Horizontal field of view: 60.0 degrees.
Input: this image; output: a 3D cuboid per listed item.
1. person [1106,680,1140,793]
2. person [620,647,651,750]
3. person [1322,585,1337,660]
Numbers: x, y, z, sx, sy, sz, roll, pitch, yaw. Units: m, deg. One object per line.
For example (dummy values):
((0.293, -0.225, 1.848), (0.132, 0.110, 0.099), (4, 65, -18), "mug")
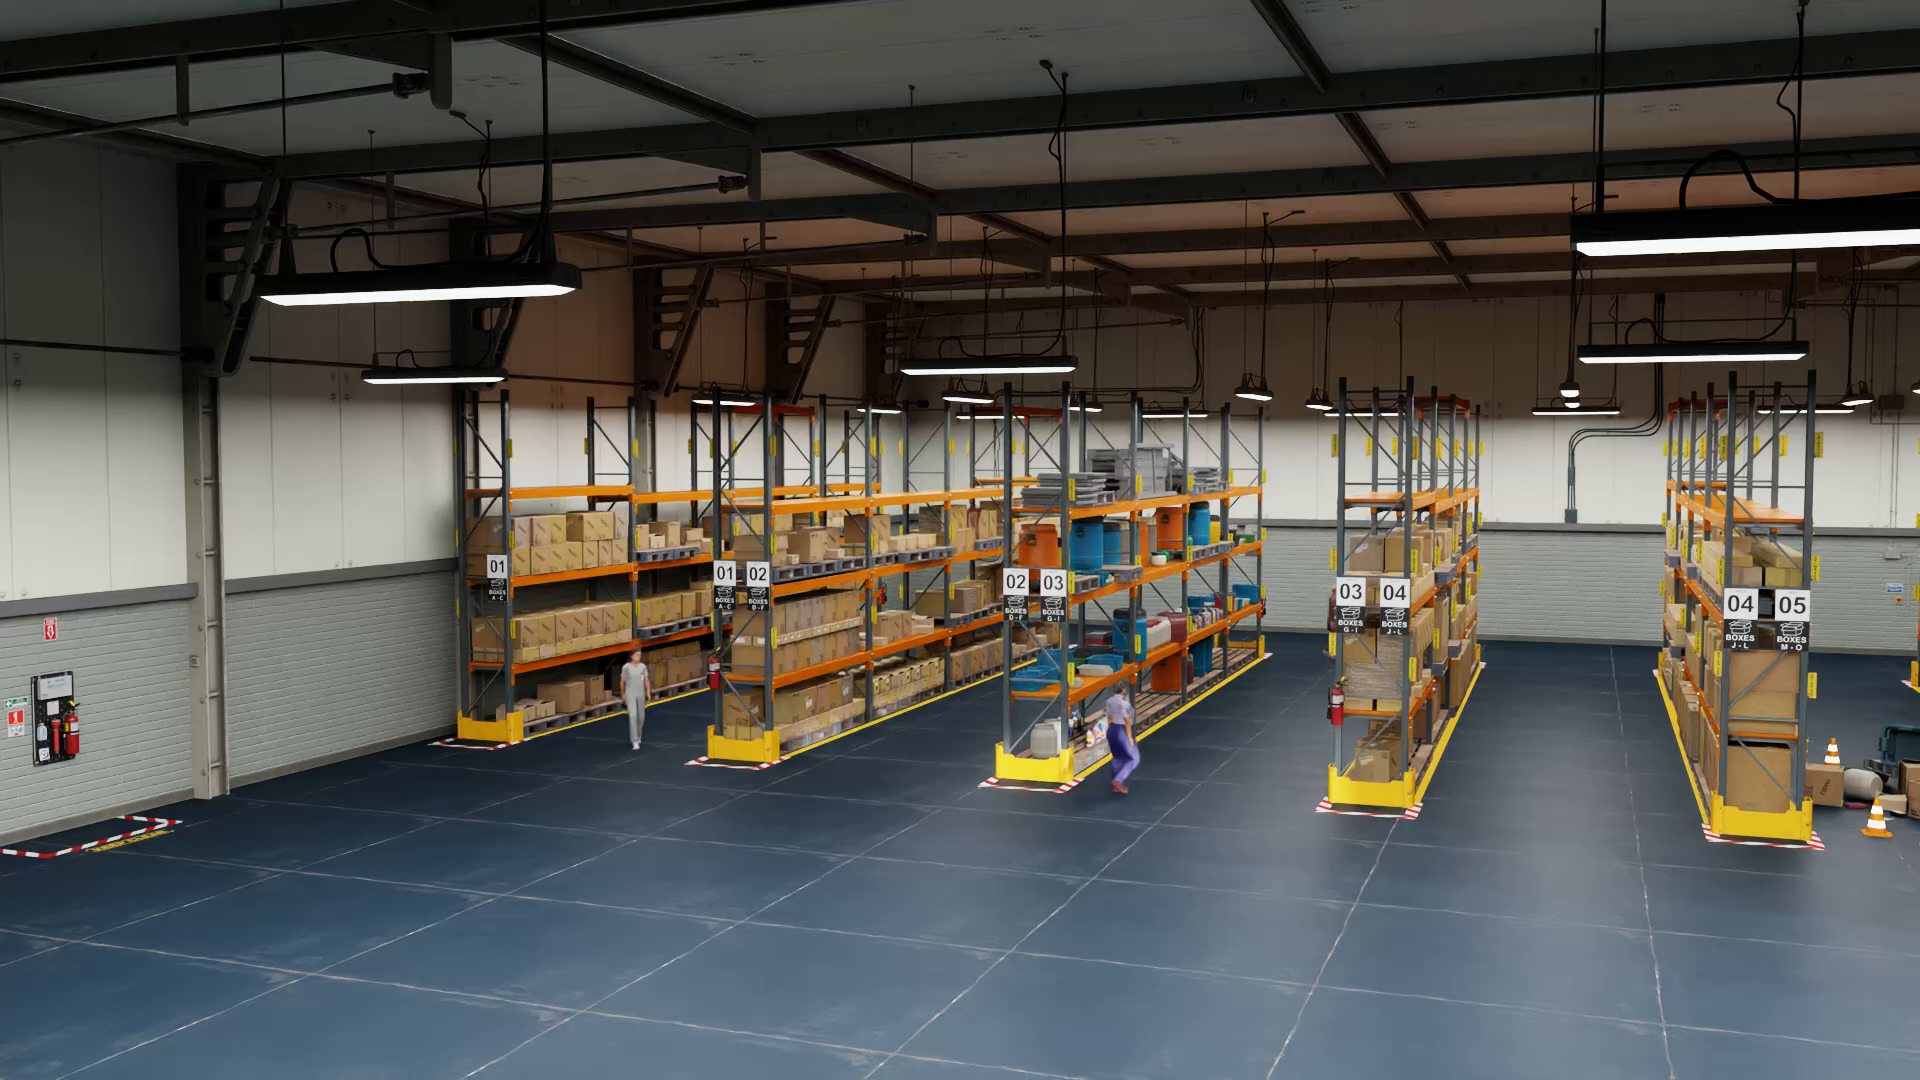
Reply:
((2.314, 2.868, 24.132), (0.486, 1.629, 0.617), (-2, 4, -32), "person")
((-5.427, 2.651, 27.991), (0.468, 1.670, 0.780), (-2, 4, -31), "person")
((8.856, 1.941, 39.356), (0.532, 1.778, 0.633), (1, 3, 15), "person")
